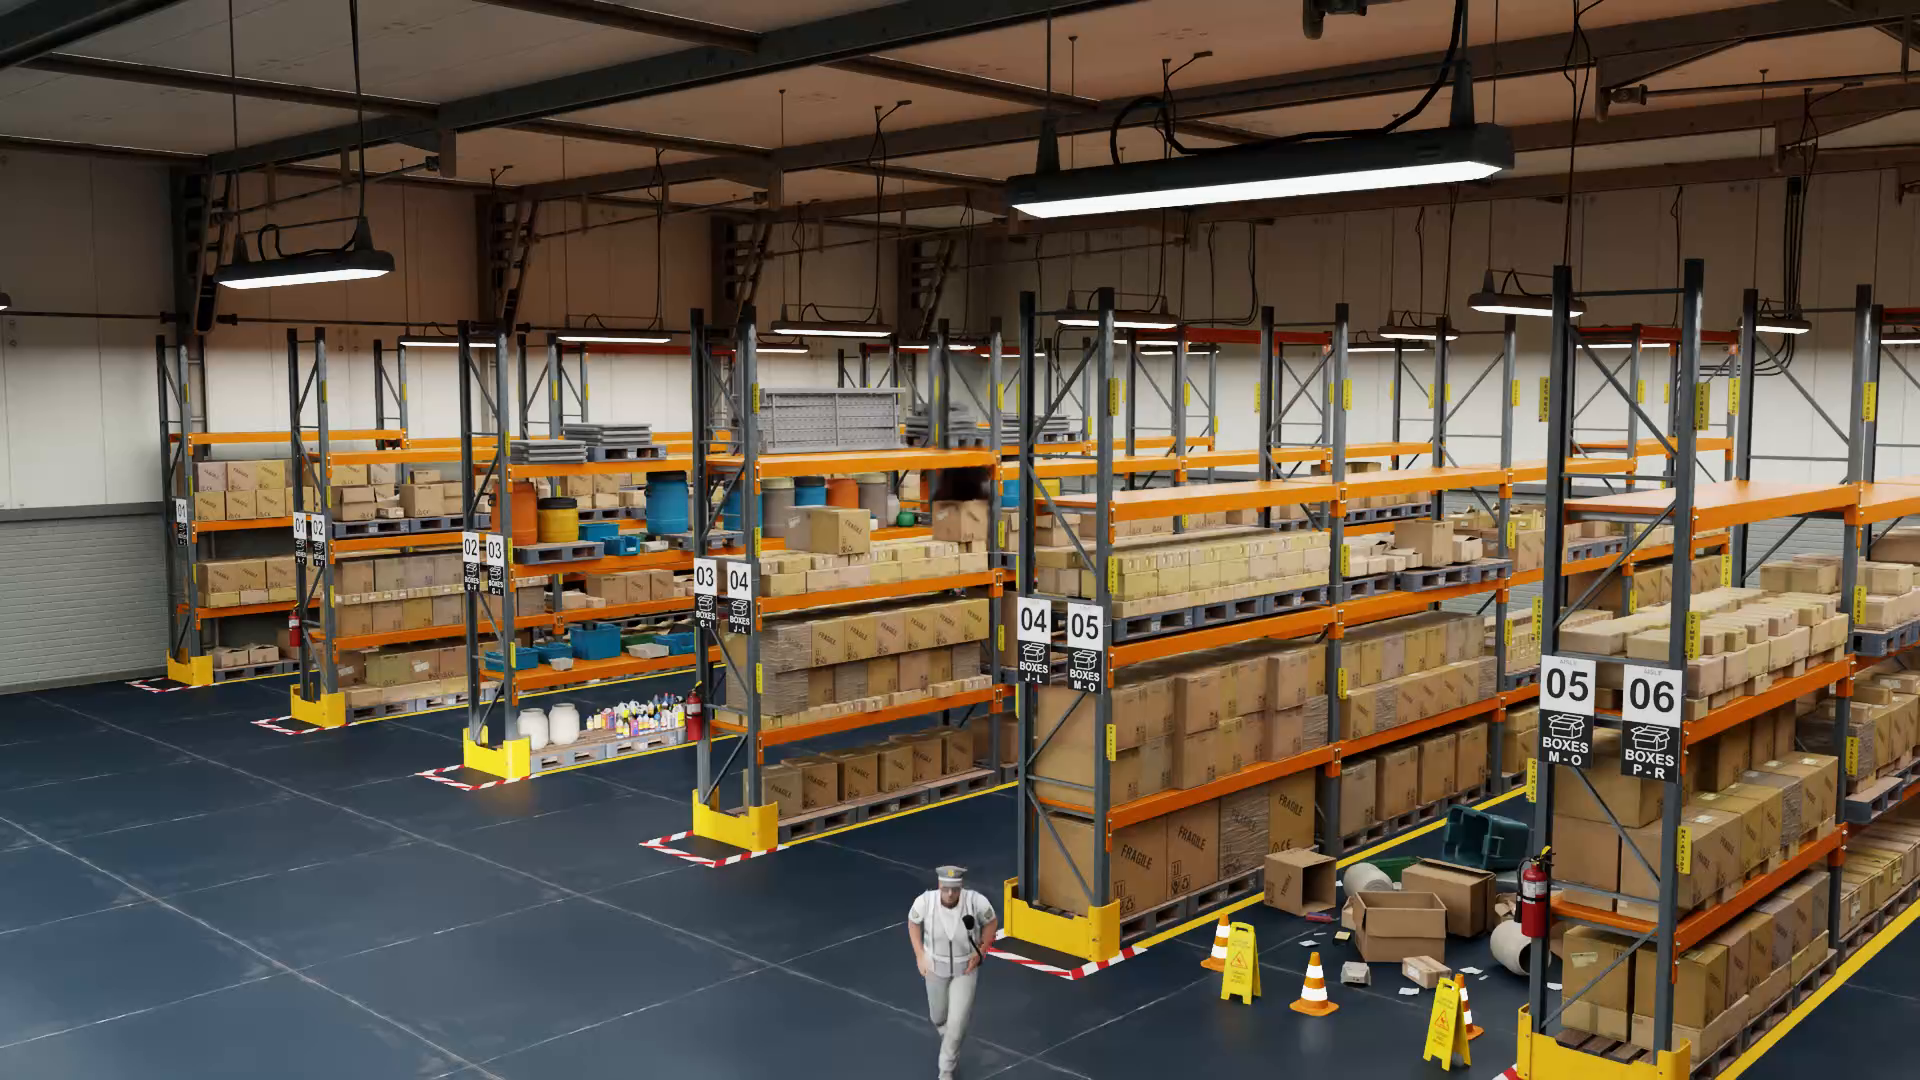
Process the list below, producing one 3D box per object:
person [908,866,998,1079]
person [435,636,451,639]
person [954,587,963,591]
[{"bbox_3d":[-0.056,3.184,12.459,0.664,1.722,0.893,0,5,-2],"label":"person"},{"bbox_3d":[-8.971,1.629,28.889,0.767,1.741,0.524,-5,7,-40],"label":"person"},{"bbox_3d":[0.088,1.204,33.422,0.604,1.659,0.530,5,7,42],"label":"person"}]
